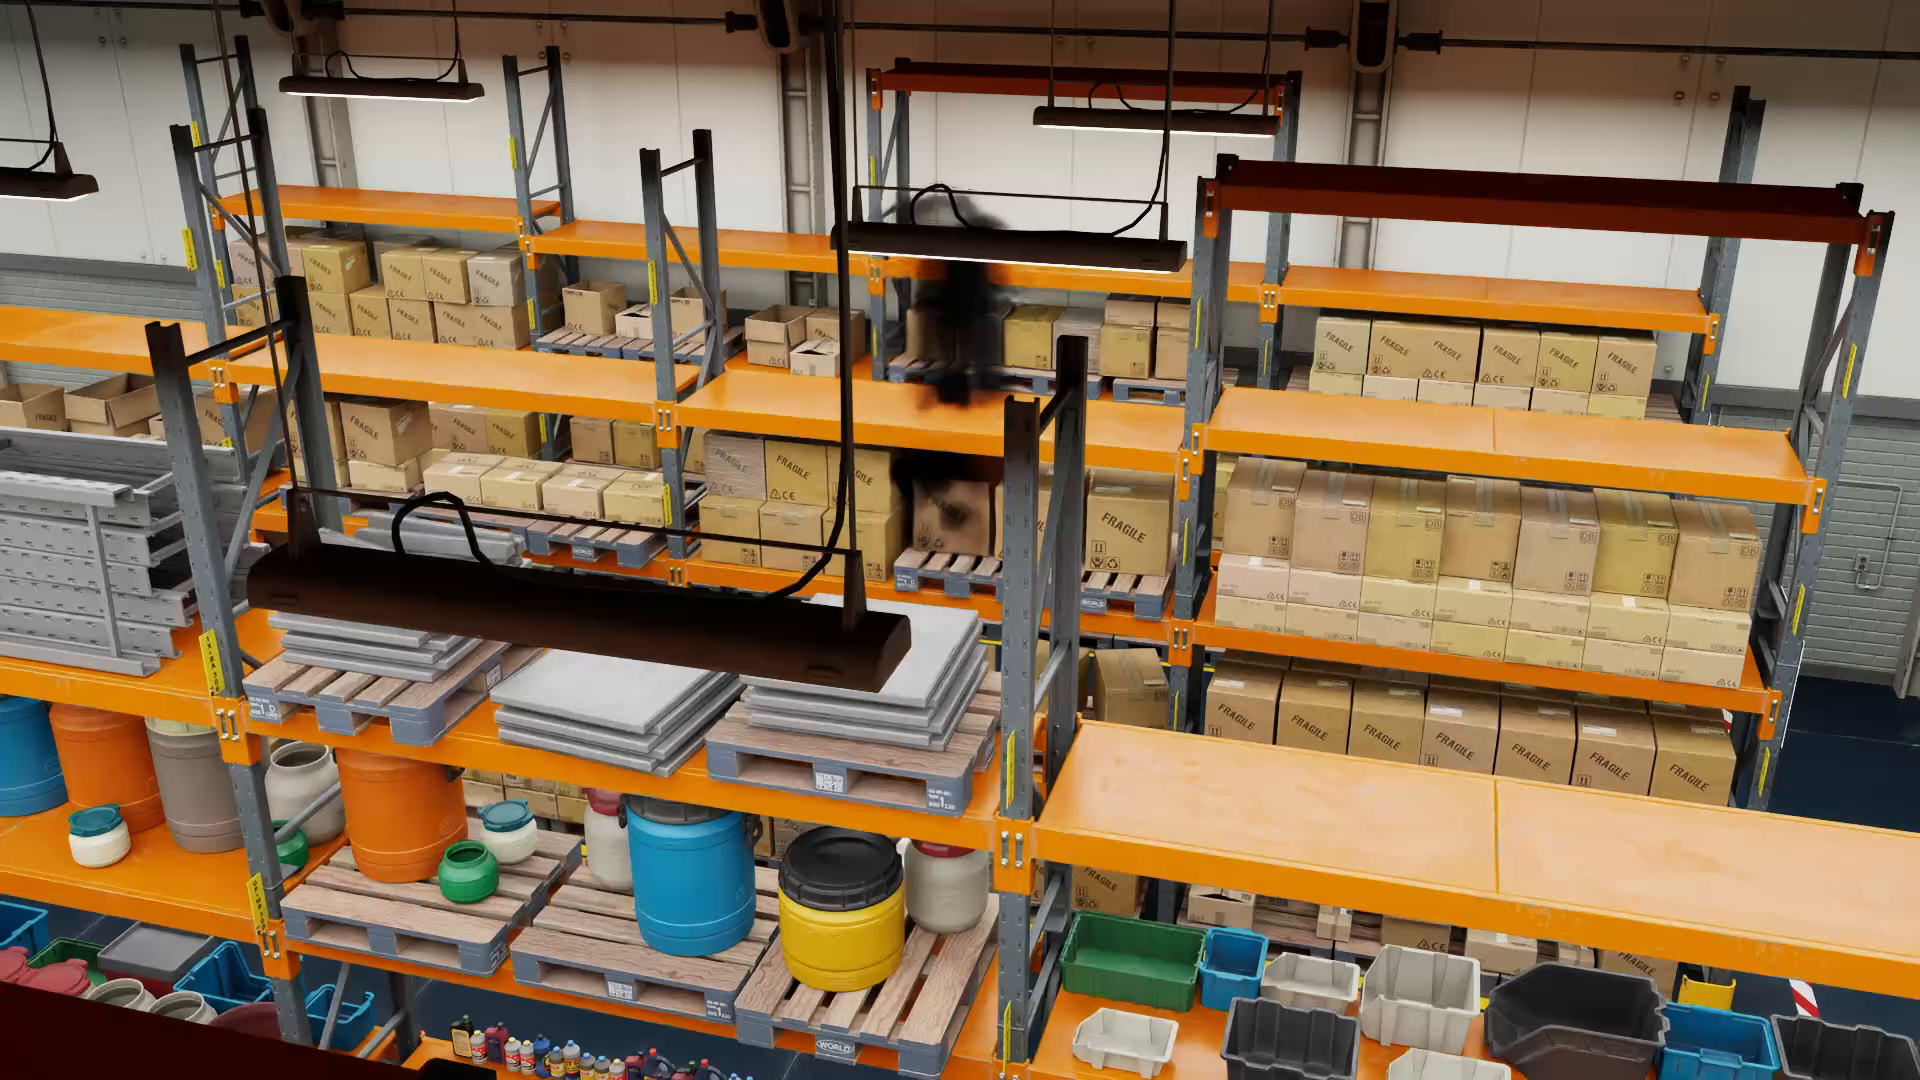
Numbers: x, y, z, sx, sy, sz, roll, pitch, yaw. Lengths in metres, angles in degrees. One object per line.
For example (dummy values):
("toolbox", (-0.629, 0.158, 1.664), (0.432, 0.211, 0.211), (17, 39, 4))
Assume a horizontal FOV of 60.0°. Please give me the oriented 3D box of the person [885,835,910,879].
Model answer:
("person", (-0.479, 2.740, 11.947), (0.643, 1.738, 0.712), (6, 23, 14))
